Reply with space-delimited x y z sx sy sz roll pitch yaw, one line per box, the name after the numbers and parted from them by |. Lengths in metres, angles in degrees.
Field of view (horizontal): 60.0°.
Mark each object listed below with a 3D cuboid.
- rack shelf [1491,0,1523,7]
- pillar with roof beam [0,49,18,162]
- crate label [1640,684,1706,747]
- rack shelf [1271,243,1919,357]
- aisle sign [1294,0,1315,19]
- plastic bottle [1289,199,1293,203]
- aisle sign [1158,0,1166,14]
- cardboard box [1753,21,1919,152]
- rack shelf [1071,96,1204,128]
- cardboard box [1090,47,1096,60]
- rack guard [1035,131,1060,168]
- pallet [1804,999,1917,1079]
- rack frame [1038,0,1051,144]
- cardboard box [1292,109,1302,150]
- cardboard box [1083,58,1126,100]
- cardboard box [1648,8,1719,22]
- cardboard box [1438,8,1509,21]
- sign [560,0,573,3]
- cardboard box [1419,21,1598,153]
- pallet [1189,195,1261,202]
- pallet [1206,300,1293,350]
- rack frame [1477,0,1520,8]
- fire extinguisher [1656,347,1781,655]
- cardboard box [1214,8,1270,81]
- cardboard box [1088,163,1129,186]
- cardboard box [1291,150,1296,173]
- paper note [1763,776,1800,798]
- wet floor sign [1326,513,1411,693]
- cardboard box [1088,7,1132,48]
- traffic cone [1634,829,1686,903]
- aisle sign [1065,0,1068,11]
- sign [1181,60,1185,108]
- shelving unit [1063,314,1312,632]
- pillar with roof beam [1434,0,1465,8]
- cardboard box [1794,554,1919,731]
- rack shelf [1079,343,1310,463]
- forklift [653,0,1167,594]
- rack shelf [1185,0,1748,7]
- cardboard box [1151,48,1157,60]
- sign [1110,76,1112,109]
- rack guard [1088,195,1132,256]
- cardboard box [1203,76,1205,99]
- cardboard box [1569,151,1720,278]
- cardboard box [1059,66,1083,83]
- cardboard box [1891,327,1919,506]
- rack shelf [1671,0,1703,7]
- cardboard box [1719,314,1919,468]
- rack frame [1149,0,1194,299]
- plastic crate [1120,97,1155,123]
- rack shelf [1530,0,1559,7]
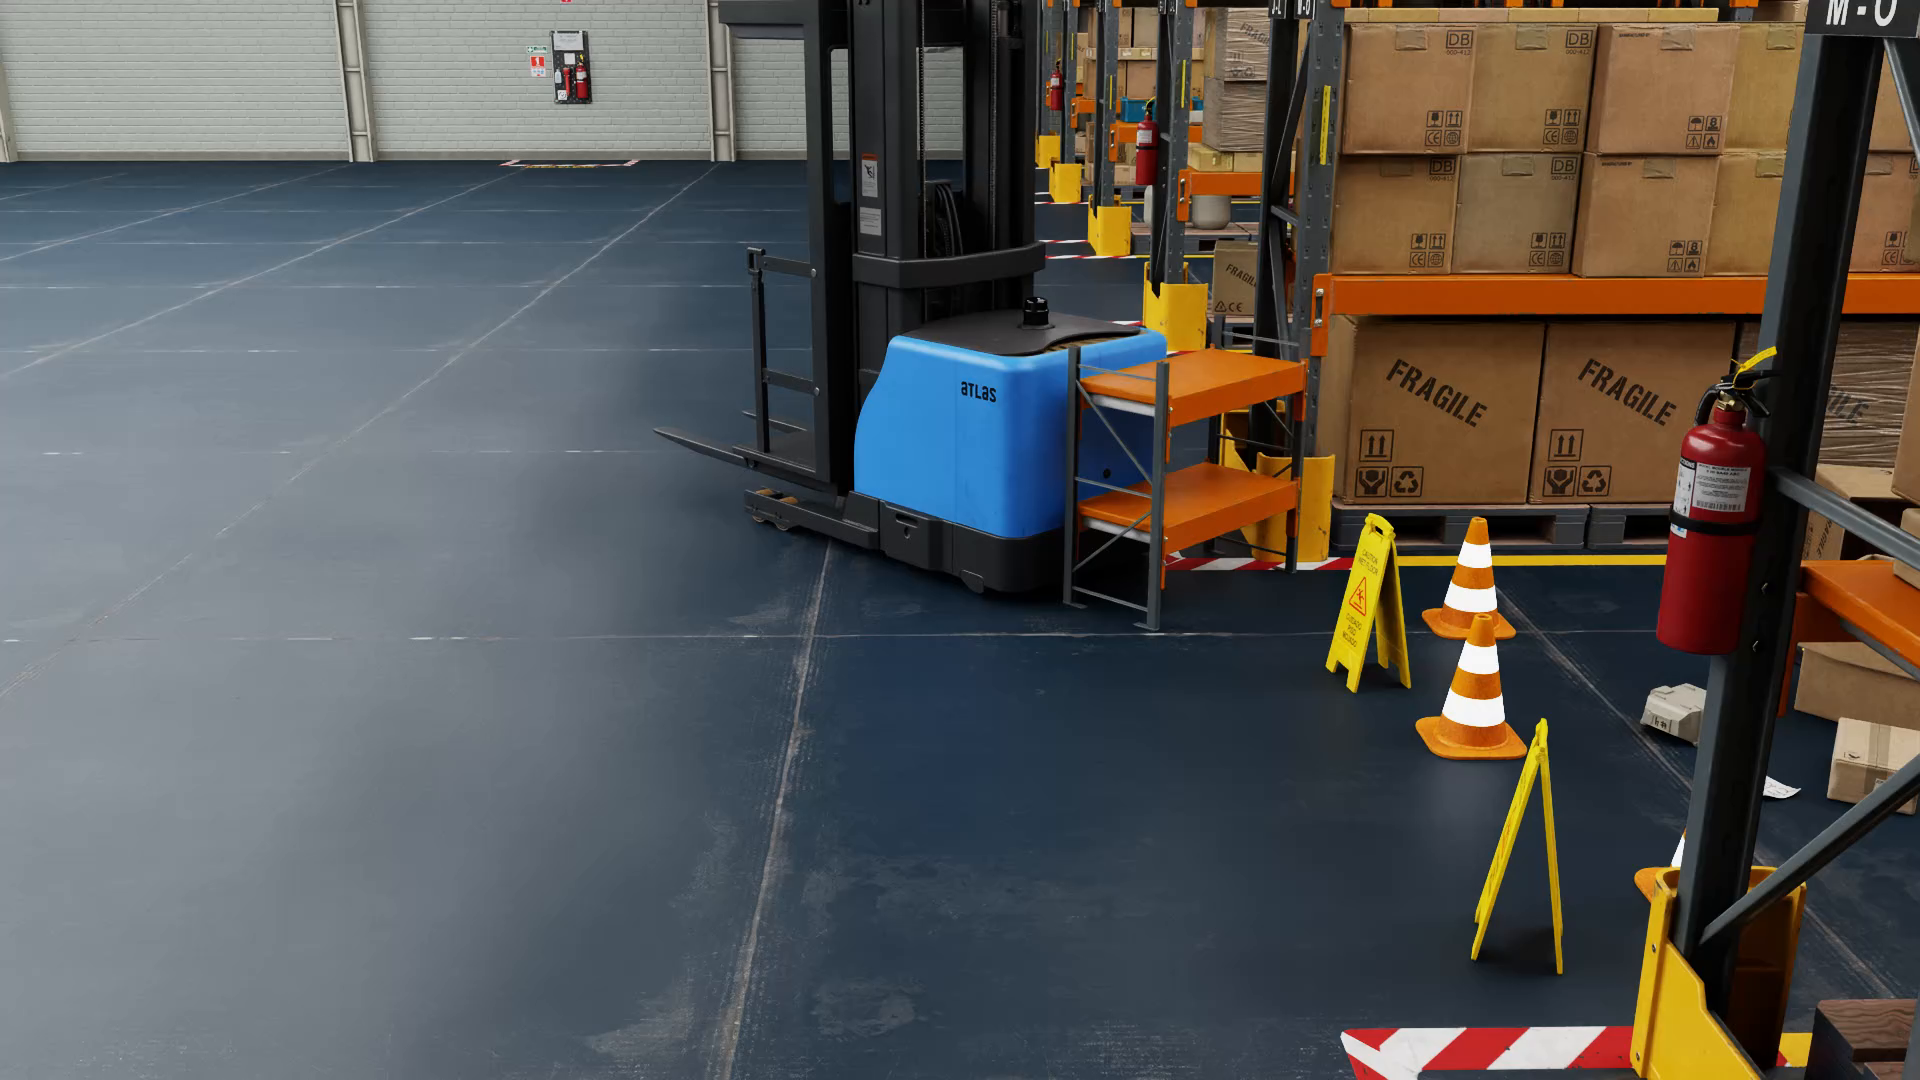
7.510 -5.646 17.005 4.000 0.370 1.077 0 18 -1 | rack shelf
-15.890 -9.280 22.244 0.400 9.000 9.100 0 18 -1 | pillar with roof beam
2.582 0.615 5.906 0.298 0.136 0.250 -10 20 -29 | crate label
3.566 -1.170 7.963 4.000 0.370 1.077 0 18 -1 | rack shelf
1.500 -2.649 7.140 0.004 0.787 0.394 0 18 -1 | aisle sign
3.592 -3.580 18.034 0.135 0.276 0.152 0 18 0 | plastic bottle
1.522 -4.348 12.435 0.004 0.787 0.394 0 18 -1 | aisle sign
4.106 -2.118 7.727 0.550 0.550 0.875 0 18 -1 | cardboard box
3.436 -5.711 22.119 4.000 0.370 1.077 0 18 -1 | rack shelf
1.832 -6.337 21.665 0.250 0.149 0.380 0 18 -1 | cardboard box
1.430 -6.367 27.078 0.348 0.500 1.175 0 18 -1 | rack guard
2.634 1.342 3.518 1.213 0.211 1.003 0 18 -1 | pallet
1.354 -7.557 26.695 0.127 3.000 1.000 0 18 -1 | rack frame
2.637 -3.241 12.590 0.500 0.500 0.875 0 18 -1 | cardboard box
1.903 -6.090 21.958 0.500 0.500 0.700 0 18 -1 | cardboard box
5.142 -3.617 12.125 0.500 0.500 0.500 0 18 -1 | cardboard box
3.643 -3.611 12.106 0.500 0.500 0.500 0 18 -1 | cardboard box
-6.440 -8.930 27.179 0.199 0.298 0.001 0 18 -1 | sign
2.486 -2.110 7.700 0.550 0.550 0.875 0 18 -1 | cardboard box
3.417 -4.738 22.472 1.213 0.211 1.003 0 18 -1 | pallet
2.477 -1.684 12.953 1.213 0.211 1.003 0 18 -1 | pallet
5.510 -4.551 17.323 0.127 3.000 1.000 0 18 -1 | rack frame
1.623 -0.095 3.561 0.183 0.674 0.296 0 18 -1 | fire extinguisher
2.143 -3.603 12.083 0.500 0.500 0.500 0 18 -1 | cardboard box
1.976 -4.870 22.131 0.500 0.250 0.500 0 18 -1 | cardboard box
2.378 -2.820 12.338 0.250 0.149 0.380 0 18 -1 | cardboard box
2.659 0.809 5.475 0.142 0.019 0.148 -7 19 -20 | paper note
1.568 0.223 6.297 0.232 0.644 0.267 -3 18 -10 | wet floor sign
1.956 -6.708 21.761 0.500 0.500 0.700 0 18 -1 | cardboard box
2.155 0.820 4.734 0.334 0.463 0.336 0 18 -1 | traffic cone
1.375 -7.188 21.289 0.004 0.787 0.394 0 18 -1 | aisle sign
1.597 -3.265 11.898 0.005 0.325 0.100 0 18 -1 | sign
0.990 -0.325 7.218 0.538 1.125 1.048 17 24 42 | shelving unit
8.107 -9.396 22.604 0.400 9.000 9.100 0 18 -1 | pillar with roof beam
3.461 0.415 5.930 0.637 0.503 0.797 -15 23 -39 | cardboard box
0.990 -0.604 7.129 0.538 0.278 1.000 17 24 42 | rack shelf
-0.430 -1.535 8.034 1.130 2.935 3.031 -16 24 -41 | forklift
3.588 -4.114 12.229 4.000 0.370 1.077 0 18 -1 | rack shelf
2.597 -6.340 21.676 0.250 0.149 0.380 -1 18 -2 | cardboard box
1.515 -4.495 16.697 0.005 0.325 0.100 0 18 -1 | sign
1.586 -3.356 17.691 0.348 0.500 1.175 0 18 -1 | rack guard
3.451 -6.099 21.984 0.500 0.500 0.700 0 18 1 | cardboard box
3.048 -1.564 7.767 0.550 0.550 0.875 0 18 -1 | cardboard box
1.847 -7.401 26.420 0.500 0.250 0.500 -1 18 -2 | cardboard box
2.283 -0.268 3.322 0.500 0.500 0.500 -1 18 -2 | cardboard box
11.435 -7.178 21.781 4.000 0.370 1.077 0 18 -1 | rack shelf
4.034 -0.724 8.184 0.875 0.875 0.875 0 18 0 | cardboard box
1.589 -3.019 12.547 0.127 3.000 1.000 0 18 -1 | rack frame
2.006 -4.554 17.578 0.616 0.251 0.499 0 18 -1 | plastic crate
7.353 -8.672 26.437 4.000 0.370 1.077 0 18 -1 | rack shelf
